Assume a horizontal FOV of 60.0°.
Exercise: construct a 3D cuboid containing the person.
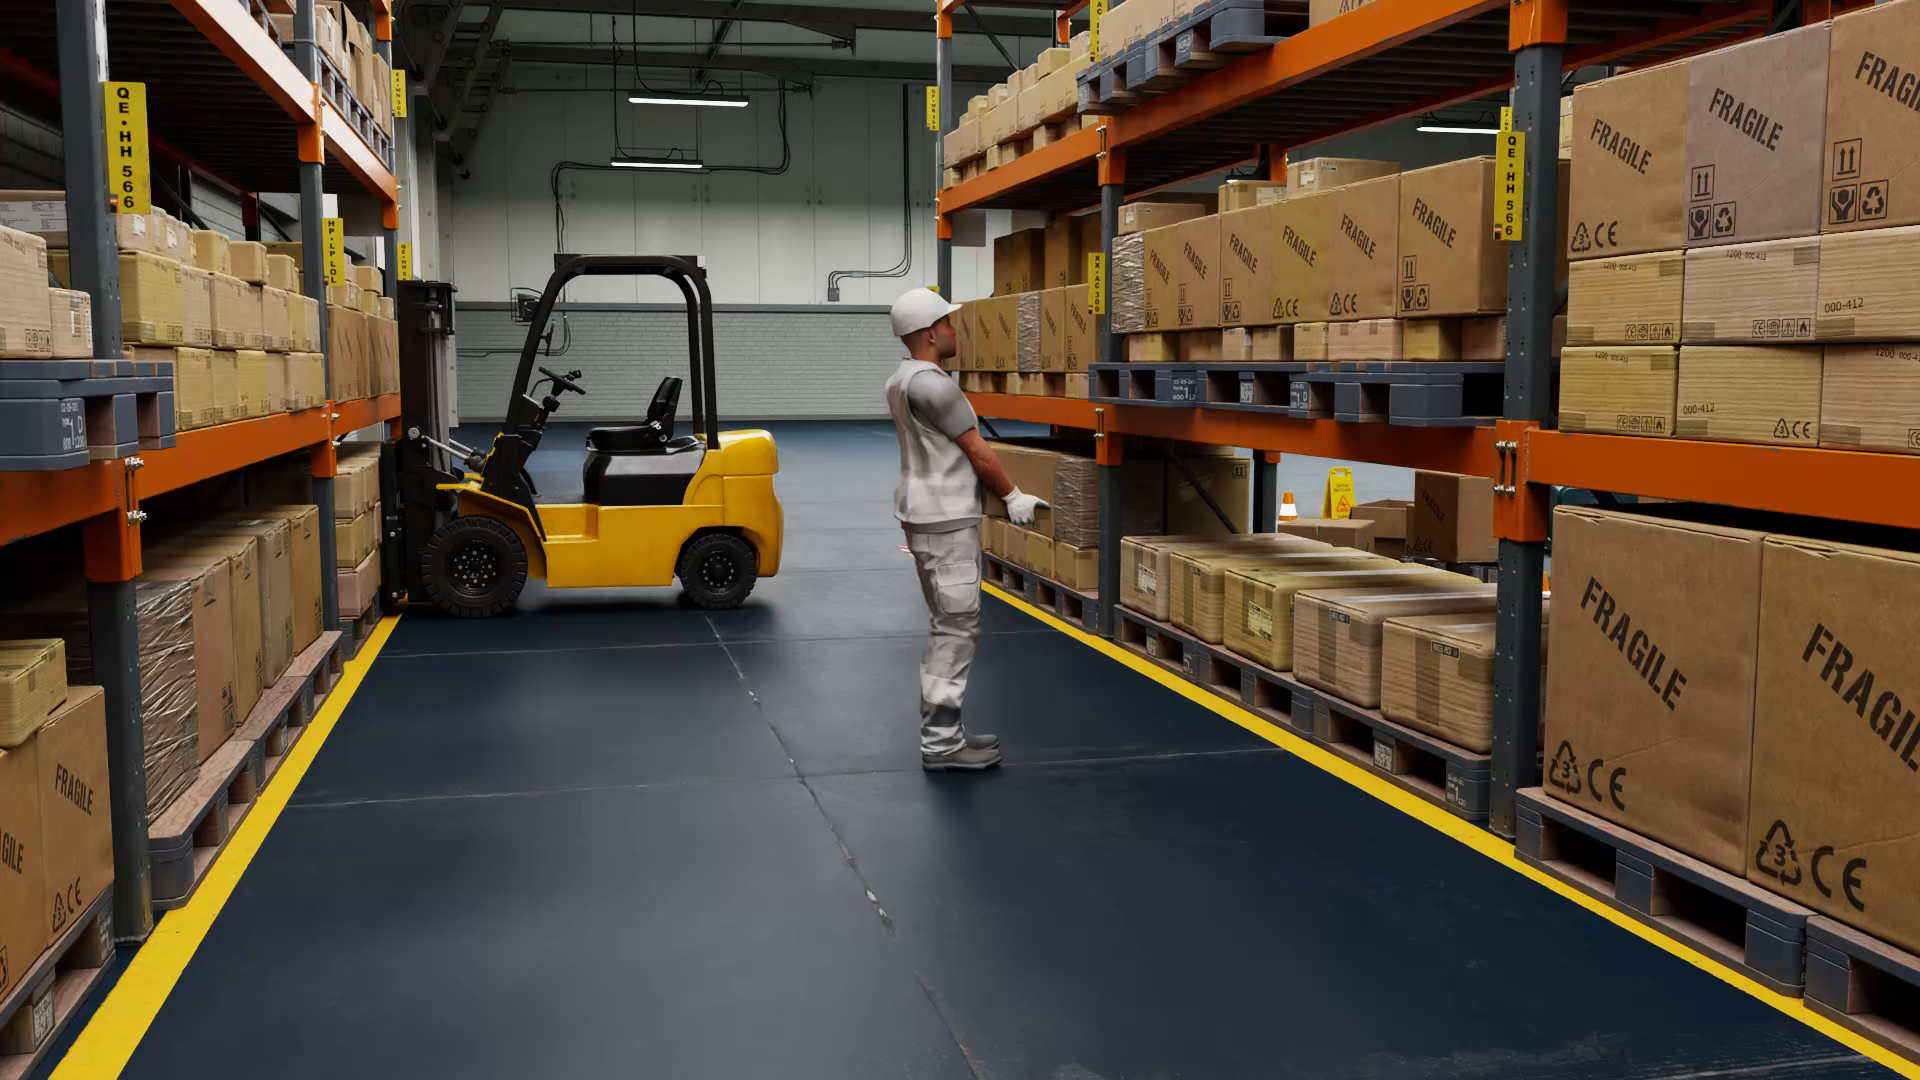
[{"bbox_3d":[0.024,-0.047,6.257,0.573,1.782,0.494,-1,6,-14],"label":"person"}]
